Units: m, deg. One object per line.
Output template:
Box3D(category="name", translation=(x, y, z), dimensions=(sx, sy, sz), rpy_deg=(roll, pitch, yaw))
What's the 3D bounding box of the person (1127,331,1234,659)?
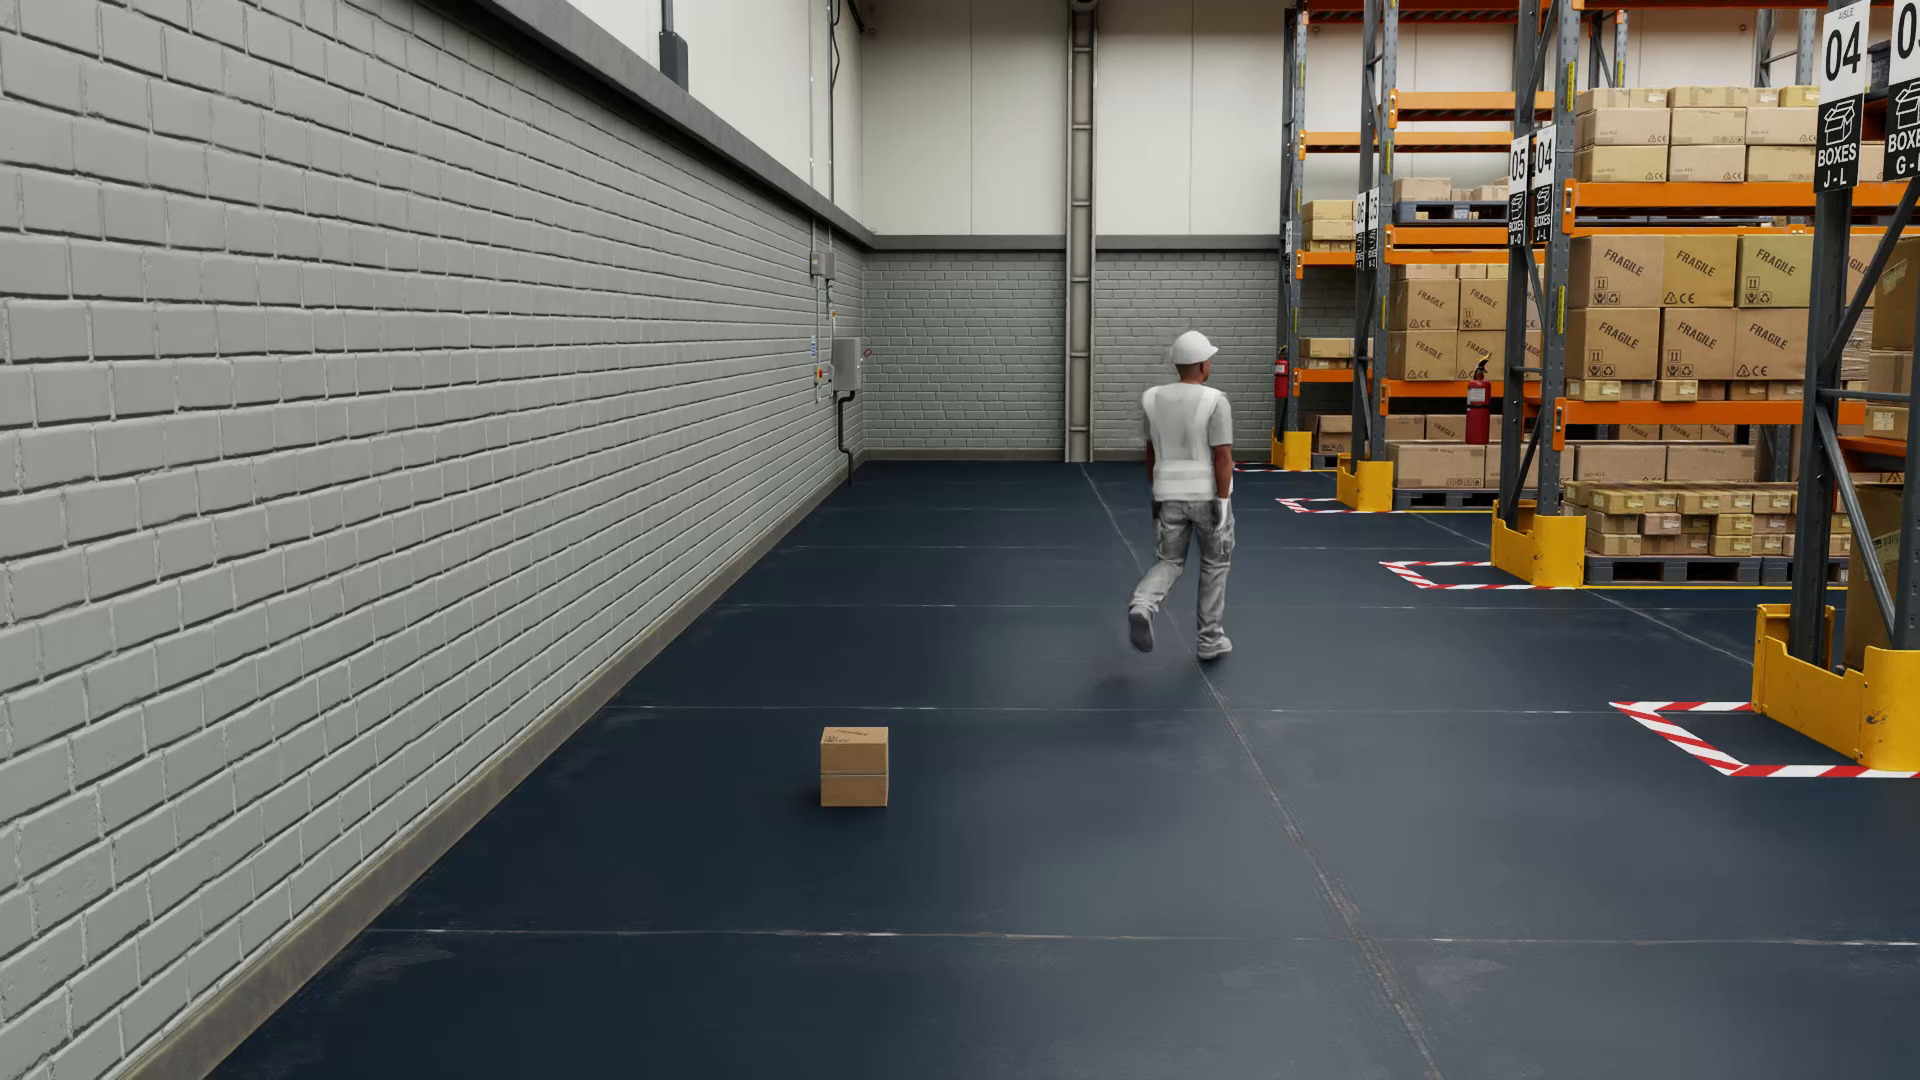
Box3D(category="person", translation=(1.210, -0.226, 8.866), dimensions=(0.546, 1.764, 0.787), rpy_deg=(5, 8, 33))
